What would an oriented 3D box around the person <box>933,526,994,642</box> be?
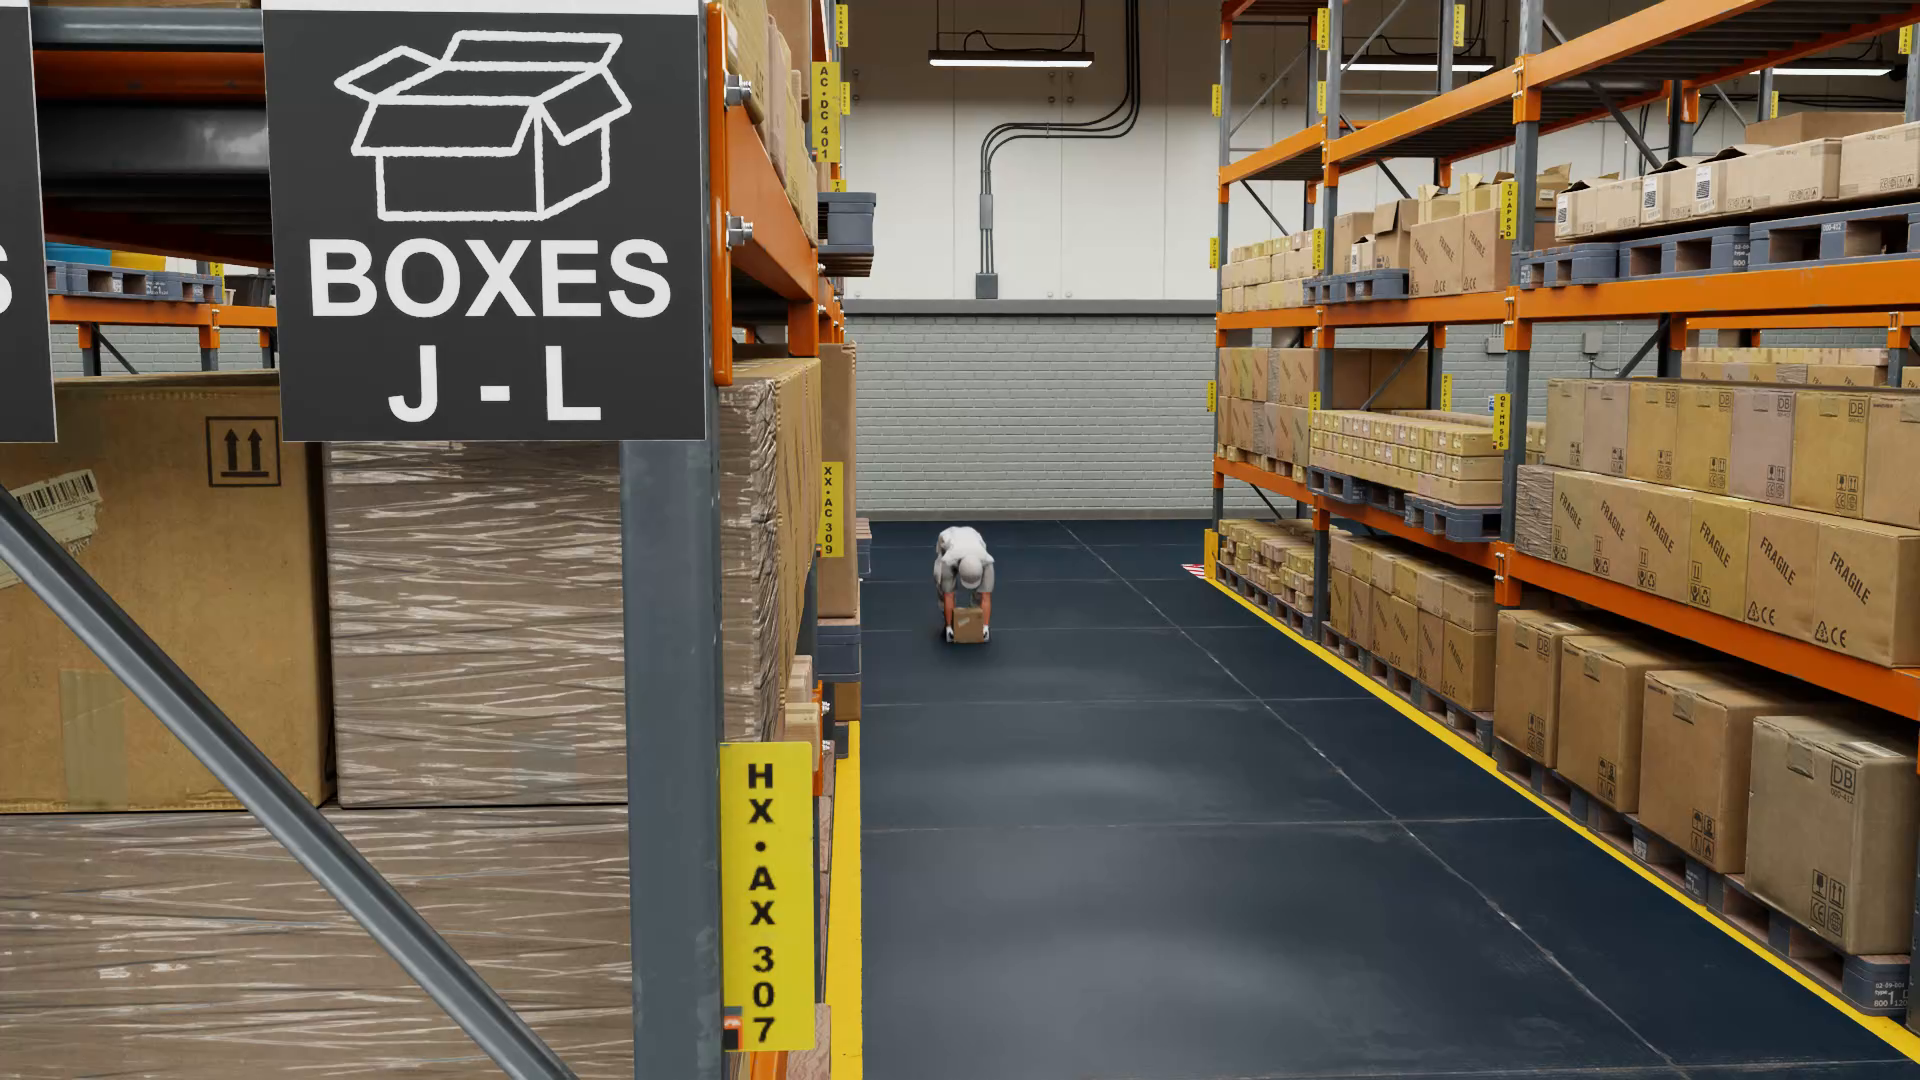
[{"bbox_3d":[0.039,0.370,14.262,0.521,0.925,0.954,-1,7,-6],"label":"person"}]
